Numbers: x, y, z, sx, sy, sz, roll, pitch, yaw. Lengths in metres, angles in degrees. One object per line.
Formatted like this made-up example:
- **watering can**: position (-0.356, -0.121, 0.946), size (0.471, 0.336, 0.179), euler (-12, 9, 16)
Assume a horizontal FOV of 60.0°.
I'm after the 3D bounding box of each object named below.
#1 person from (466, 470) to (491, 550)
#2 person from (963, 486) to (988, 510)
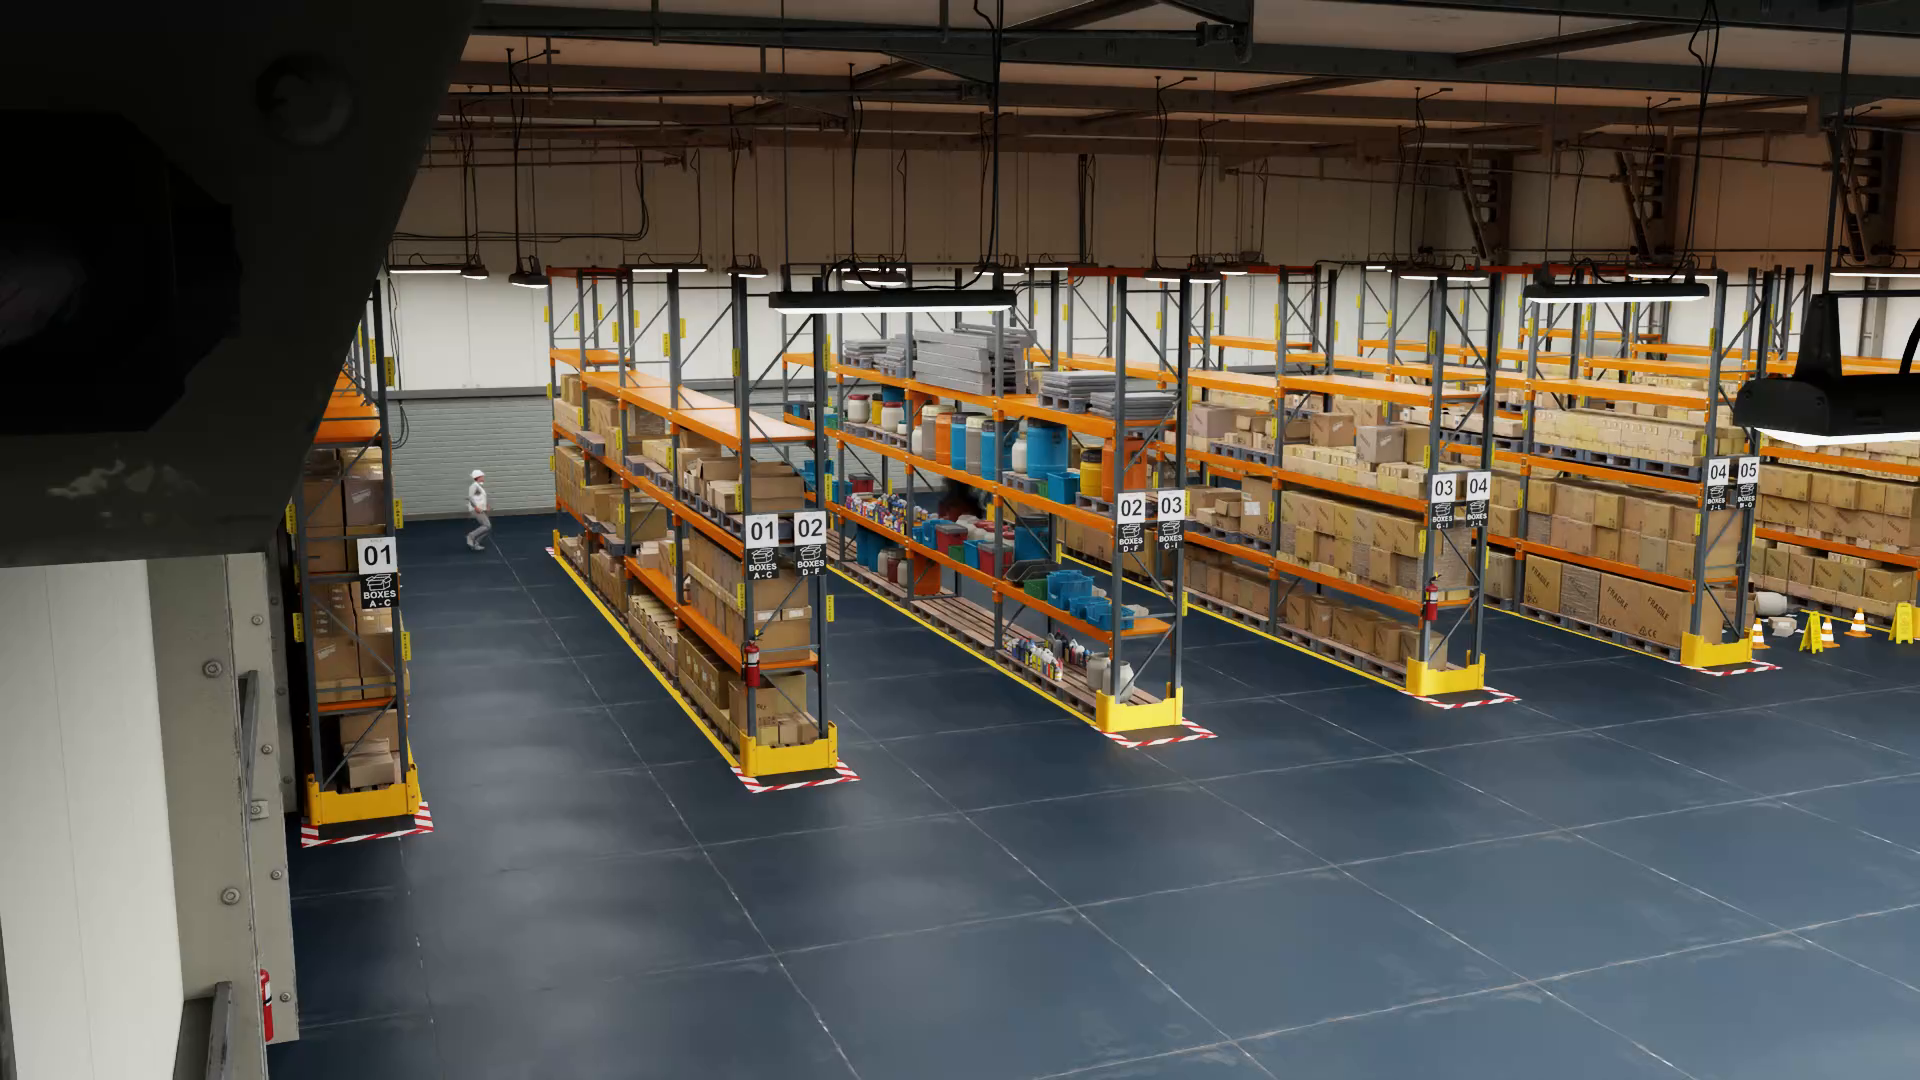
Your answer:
- **person**: position (-10.287, -0.655, 35.515), size (0.527, 1.681, 0.708), euler (-2, 10, -10)
- **person**: position (0.435, -1.529, 40.983), size (0.617, 1.535, 0.619), euler (-9, 13, -42)
